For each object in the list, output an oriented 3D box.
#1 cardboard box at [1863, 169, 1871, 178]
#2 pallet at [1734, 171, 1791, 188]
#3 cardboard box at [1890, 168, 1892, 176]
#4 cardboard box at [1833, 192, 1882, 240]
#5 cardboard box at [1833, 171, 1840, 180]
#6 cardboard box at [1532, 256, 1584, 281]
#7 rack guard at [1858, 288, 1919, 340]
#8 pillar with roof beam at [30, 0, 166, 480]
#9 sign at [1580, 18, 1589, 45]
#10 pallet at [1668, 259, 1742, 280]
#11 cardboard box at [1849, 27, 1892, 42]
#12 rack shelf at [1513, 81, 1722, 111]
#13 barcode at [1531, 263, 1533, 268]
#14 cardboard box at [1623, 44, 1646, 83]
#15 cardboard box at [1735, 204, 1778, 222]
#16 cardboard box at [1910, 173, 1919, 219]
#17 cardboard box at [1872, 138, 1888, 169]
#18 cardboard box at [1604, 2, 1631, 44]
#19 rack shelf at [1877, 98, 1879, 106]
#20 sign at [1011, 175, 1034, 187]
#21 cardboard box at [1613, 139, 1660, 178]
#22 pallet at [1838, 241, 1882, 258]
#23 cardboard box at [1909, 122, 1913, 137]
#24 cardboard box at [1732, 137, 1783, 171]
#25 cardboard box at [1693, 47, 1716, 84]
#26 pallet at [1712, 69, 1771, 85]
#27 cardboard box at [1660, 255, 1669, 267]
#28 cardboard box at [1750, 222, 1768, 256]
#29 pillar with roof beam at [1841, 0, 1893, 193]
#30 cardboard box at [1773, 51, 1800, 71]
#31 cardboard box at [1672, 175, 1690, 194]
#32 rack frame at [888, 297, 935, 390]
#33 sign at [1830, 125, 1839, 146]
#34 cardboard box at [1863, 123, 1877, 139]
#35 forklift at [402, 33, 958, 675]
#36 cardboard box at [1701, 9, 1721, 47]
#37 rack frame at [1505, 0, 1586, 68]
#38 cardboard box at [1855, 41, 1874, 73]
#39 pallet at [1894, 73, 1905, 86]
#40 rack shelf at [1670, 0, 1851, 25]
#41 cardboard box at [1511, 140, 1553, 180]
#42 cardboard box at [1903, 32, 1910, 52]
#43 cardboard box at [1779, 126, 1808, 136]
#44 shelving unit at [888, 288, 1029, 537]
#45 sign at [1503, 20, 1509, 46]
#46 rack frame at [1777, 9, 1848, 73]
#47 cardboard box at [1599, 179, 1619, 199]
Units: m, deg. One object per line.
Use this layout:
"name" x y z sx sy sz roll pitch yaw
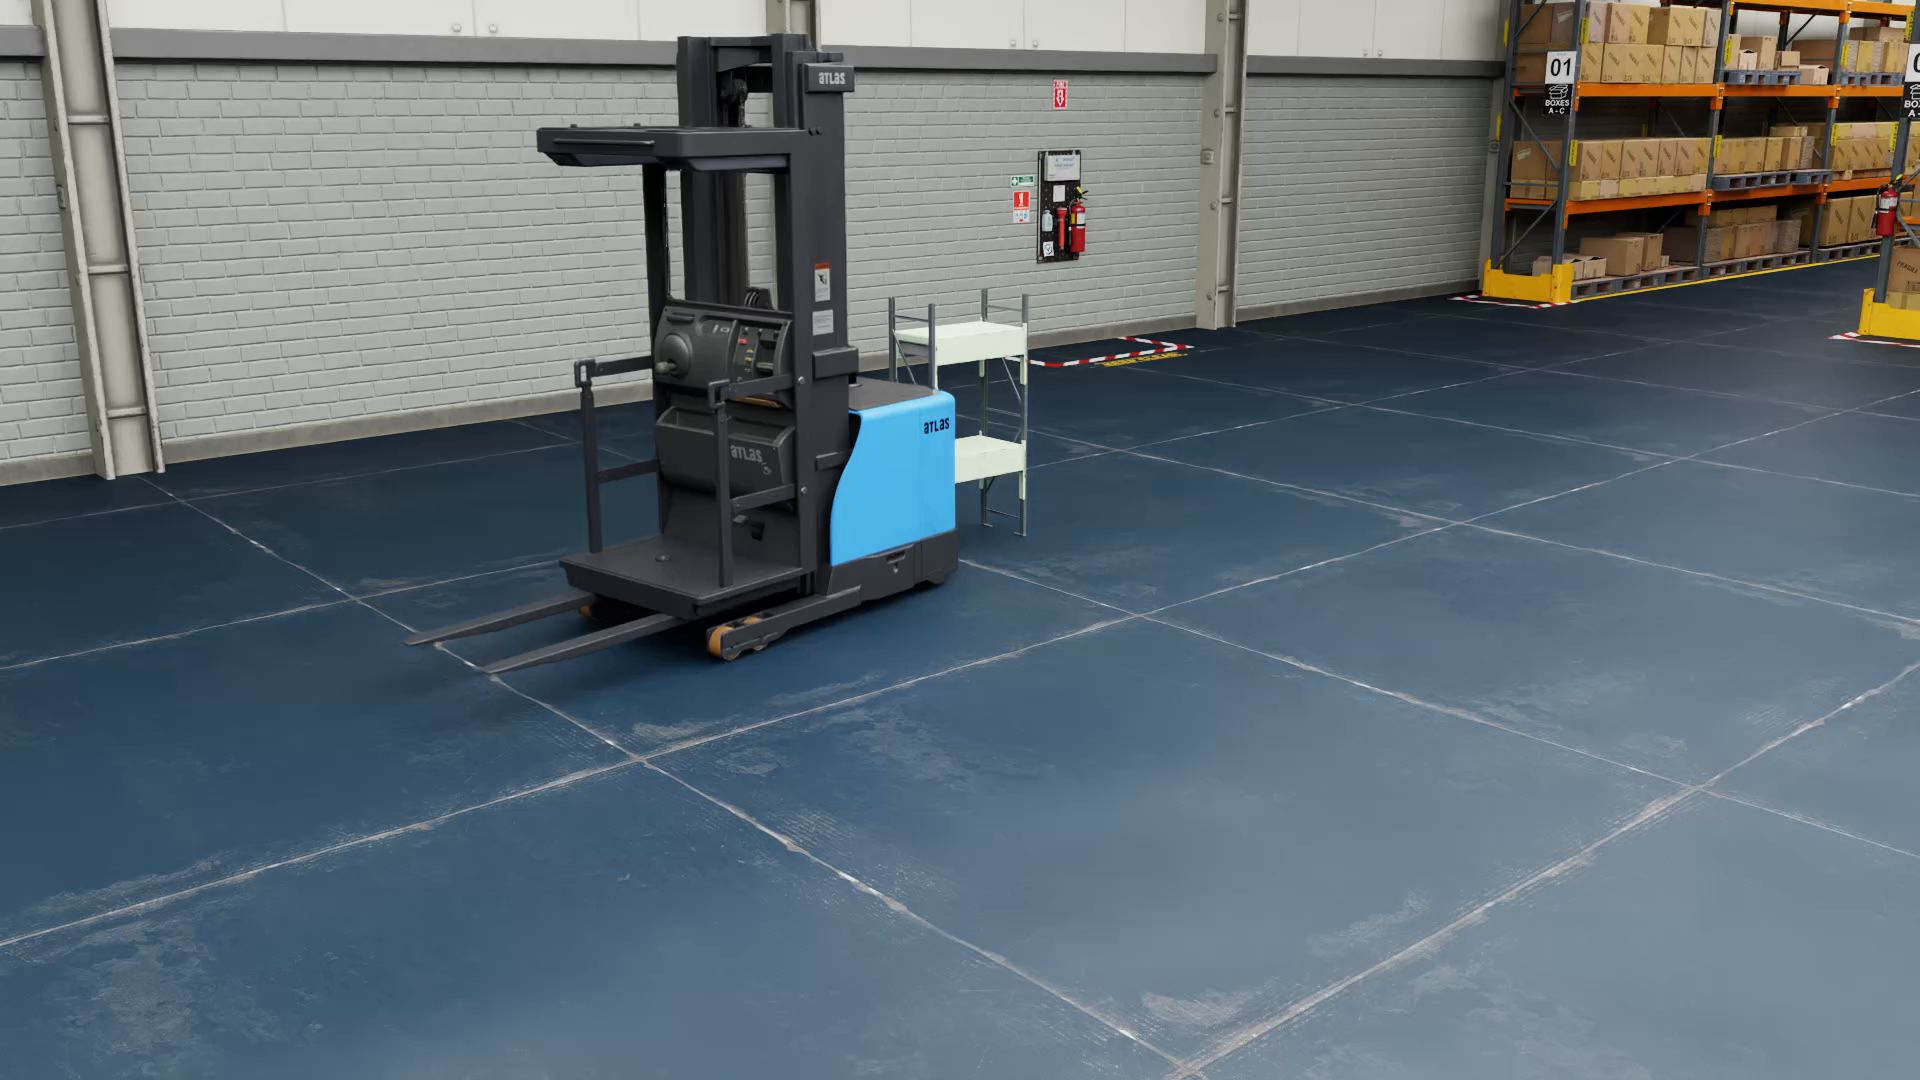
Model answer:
"cardboard box" 15.171 -6.220 28.172 0.250 0.149 0.380 -13 19 -39
"pallet" 12.154 -5.623 25.861 1.213 0.211 1.003 -13 19 -39
"cardboard box" 16.008 -6.374 28.748 0.250 0.149 0.380 -13 19 -39
"cardboard box" 15.564 -5.615 28.809 0.750 0.750 0.750 -12 19 -38
"cardboard box" 14.217 -5.999 27.345 0.250 0.149 0.380 -12 19 -39
"cardboard box" 8.166 -3.717 22.711 0.500 0.311 0.500 13 20 41
"rack guard" 10.822 -2.528 18.747 0.348 0.500 1.175 -13 19 -39
"pillar with roof beam" -3.207 -4.002 7.795 0.400 9.000 9.100 -13 19 -39
"sign" 7.942 -6.470 21.153 0.005 0.325 0.100 -13 19 -39
"pallet" 11.189 -4.167 25.439 1.213 0.211 1.003 -13 19 -39
"cardboard box" 15.481 -8.589 28.281 0.500 0.250 0.500 -13 20 -41
"rack shelf" 9.094 -6.144 23.022 4.000 0.370 1.077 -13 19 -39
"barcode" 7.917 -3.803 23.013 0.075 0.075 0.001 -13 19 -39
"cardboard box" 8.819 -6.392 22.322 0.500 0.500 0.500 -12 19 -37
"cardboard box" 12.640 -5.210 26.480 0.500 0.250 0.500 -12 19 -38
"cardboard box" 11.200 -3.865 18.714 0.500 0.500 0.700 -13 19 -39
"cardboard box" 15.319 -6.554 28.164 0.500 0.500 0.500 -12 19 -38
"cardboard box" 8.447 -6.787 21.865 0.500 0.500 0.500 -13 20 -40
"rack shelf" 18.147 -8.177 30.632 4.000 0.370 1.077 -13 19 -39
"sign" 0.654 -3.762 17.425 0.331 0.109 0.001 -13 19 -39
"cardboard box" 9.298 -5.284 23.017 0.500 0.500 0.500 -12 19 -38
"pallet" 15.184 -5.036 28.696 1.213 0.211 1.003 -13 19 -39
"cardboard box" 16.061 -7.087 28.708 0.500 0.250 0.500 -12 19 -38
"cardboard box" 12.347 -6.023 25.940 0.500 0.500 0.700 -13 19 -39
"cardboard box" 10.382 -6.755 23.680 0.500 0.500 0.500 -12 19 -38
"pallet" 11.138 -6.824 24.536 1.003 0.211 1.213 -13 19 -39
"cardboard box" 10.219 -4.129 24.532 0.380 0.166 0.250 13 20 40
"cardboard box" 12.290 -4.778 26.315 0.500 0.500 0.700 -13 20 -40
"pillar with roof beam" 19.424 -9.084 26.821 0.400 9.000 9.100 -13 19 -39
"cardboard box" 12.582 -7.366 25.964 0.637 0.503 0.797 -9 18 -32
"cardboard box" 10.063 -5.097 23.770 0.500 0.250 0.500 -13 19 -39
"rack frame" -0.281 -0.661 9.820 0.023 1.500 0.400 -13 19 -39
"sign" 13.984 -6.476 26.593 0.005 0.325 0.100 -13 19 -39
"cardboard box" 14.912 -6.827 27.732 0.500 0.250 0.500 -12 19 -39
"forklift" -1.338 -0.977 8.229 1.130 2.935 3.031 12 19 38
"cardboard box" 10.403 -7.234 23.538 0.500 0.500 0.500 14 20 42
"rack frame" 7.585 -7.602 21.274 0.127 3.000 1.000 -13 19 -39
"cardboard box" 14.740 -8.054 27.730 0.500 0.500 0.700 -11 19 -37
"pallet" 15.979 -7.929 28.678 1.217 0.209 0.805 -14 20 -42
"rack shelf" 12.112 -8.078 25.223 4.000 0.370 1.077 -13 19 -39
"cardboard box" 7.801 -5.125 22.422 0.500 0.500 0.500 -13 20 -40
"cardboard box" 17.012 -8.891 29.740 0.500 0.500 0.500 -13 20 -40
"cardboard box" 13.380 -6.569 26.727 0.380 0.149 0.250 13 20 40
"shelving unit" -0.005 -0.723 10.052 0.755 1.500 0.431 -13 19 -39
"sign" 7.236 -6.692 21.964 0.005 0.325 0.100 -13 19 -39
"rack frame" 13.620 -8.958 26.347 0.127 3.000 1.000 -13 19 -39
"cardboard box" 8.544 -4.753 22.482 0.500 0.250 0.500 -13 20 -41
